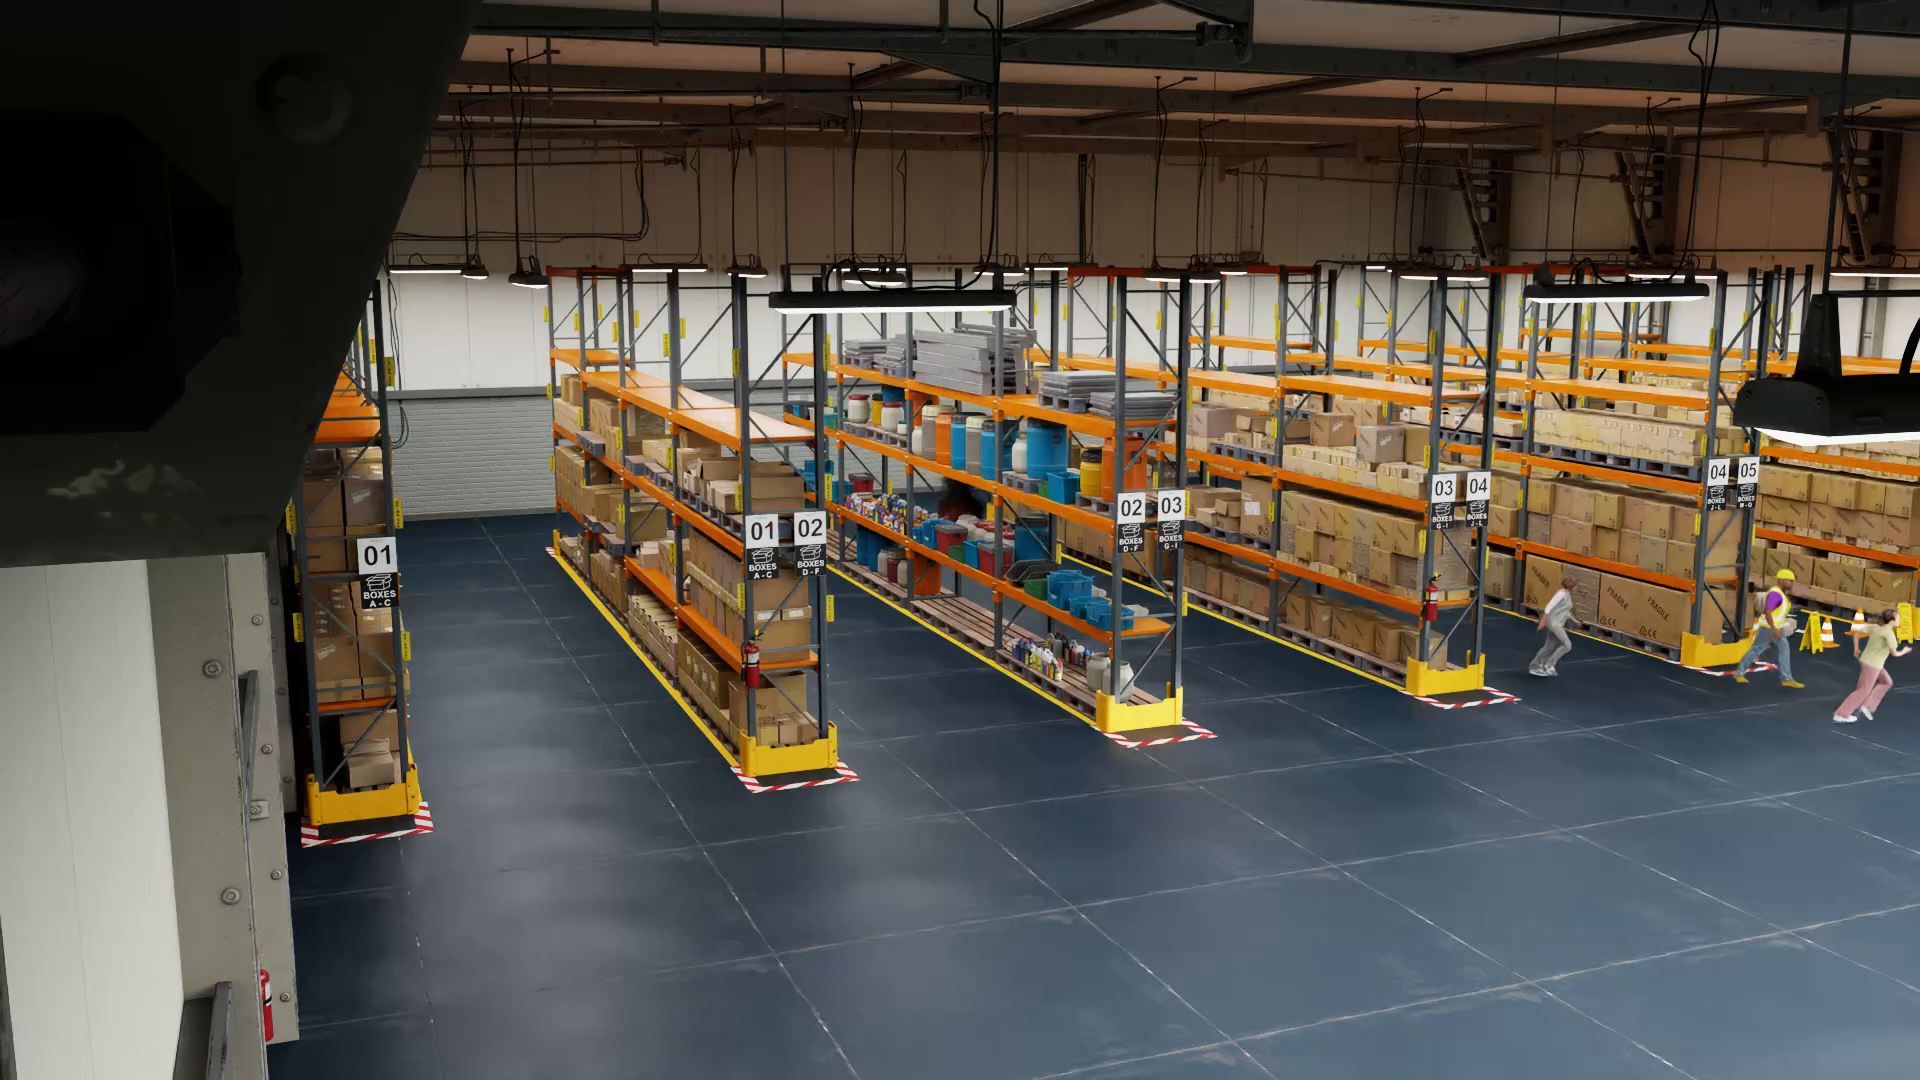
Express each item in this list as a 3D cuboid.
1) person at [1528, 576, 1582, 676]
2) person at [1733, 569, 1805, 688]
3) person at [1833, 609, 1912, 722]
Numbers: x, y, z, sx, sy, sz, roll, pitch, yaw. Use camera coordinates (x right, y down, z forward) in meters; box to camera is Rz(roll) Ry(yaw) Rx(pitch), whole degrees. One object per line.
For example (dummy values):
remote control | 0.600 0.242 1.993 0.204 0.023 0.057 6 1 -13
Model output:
person | 8.895 1.284 24.815 0.694 1.535 0.531 5 11 25
person | 11.818 1.266 24.159 0.950 1.710 0.717 7 12 37
person | 12.261 1.695 22.318 0.910 1.591 0.575 1 10 8
